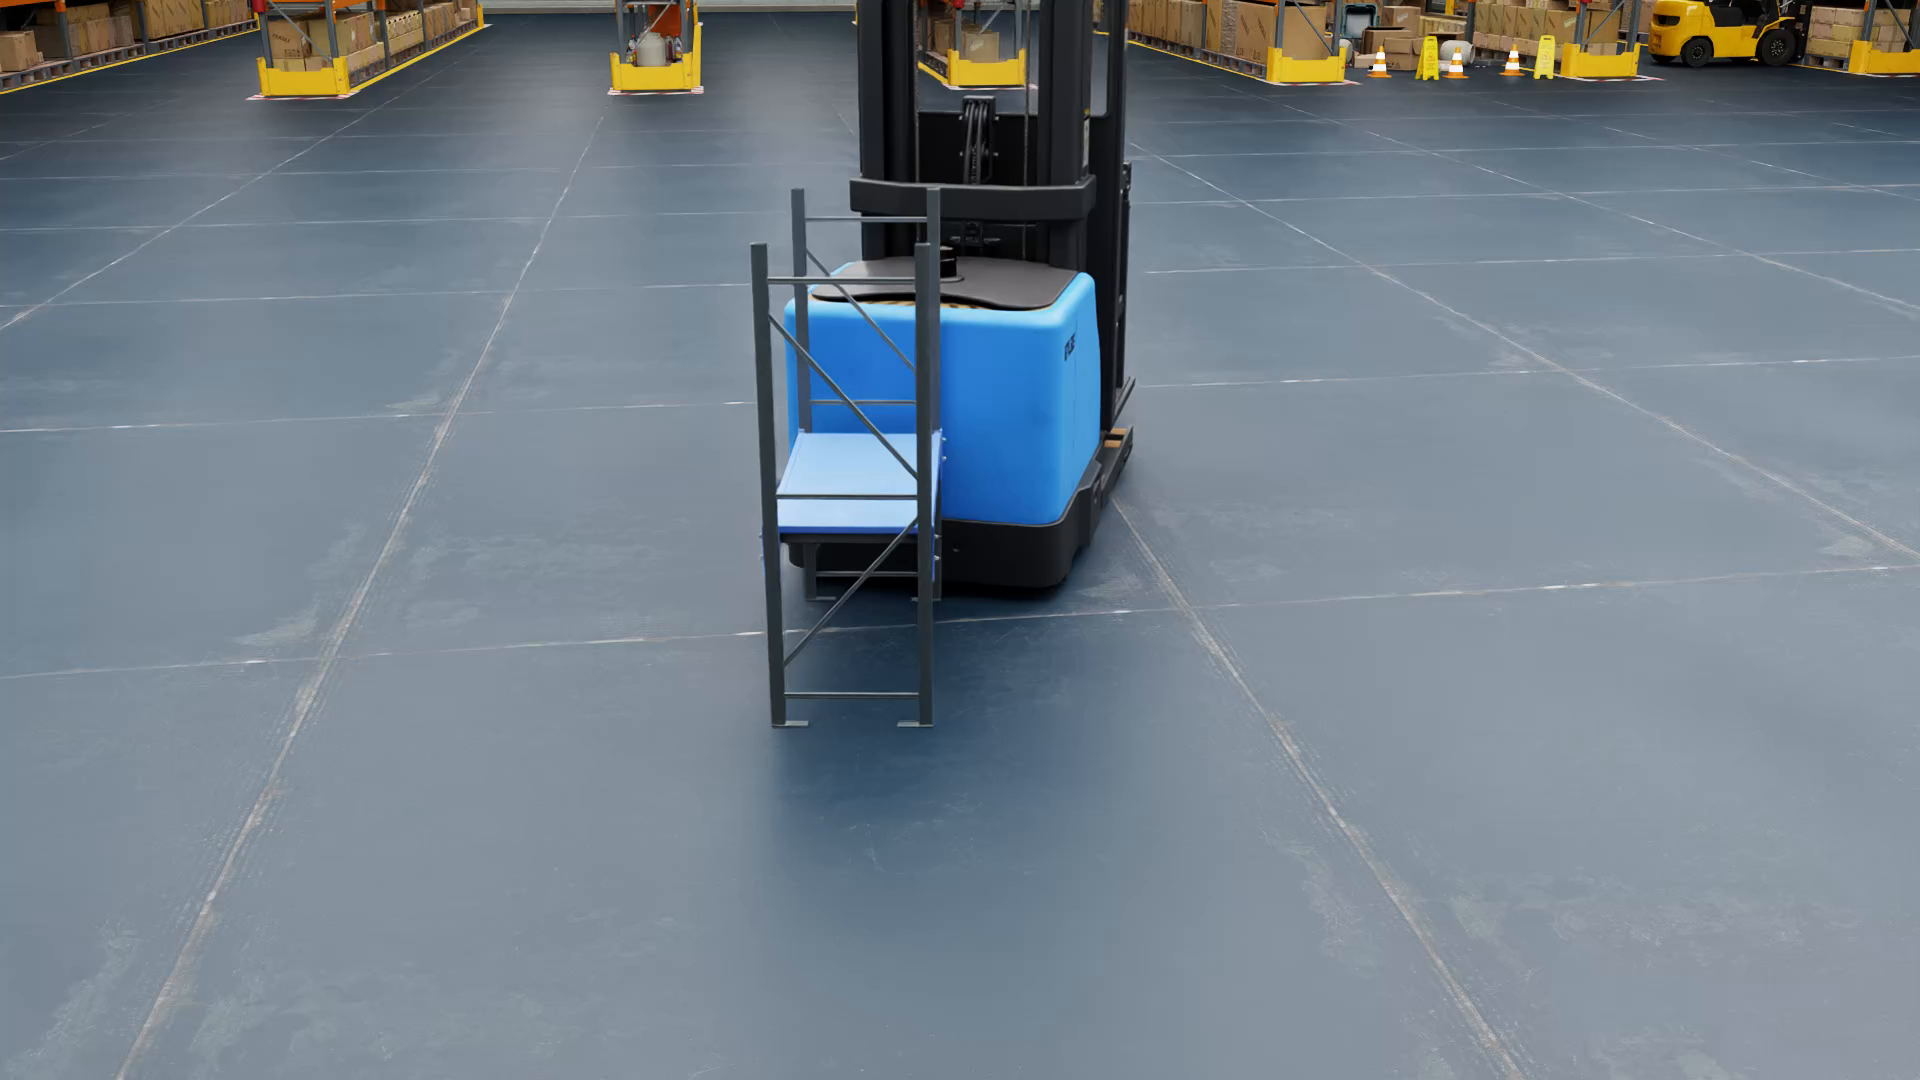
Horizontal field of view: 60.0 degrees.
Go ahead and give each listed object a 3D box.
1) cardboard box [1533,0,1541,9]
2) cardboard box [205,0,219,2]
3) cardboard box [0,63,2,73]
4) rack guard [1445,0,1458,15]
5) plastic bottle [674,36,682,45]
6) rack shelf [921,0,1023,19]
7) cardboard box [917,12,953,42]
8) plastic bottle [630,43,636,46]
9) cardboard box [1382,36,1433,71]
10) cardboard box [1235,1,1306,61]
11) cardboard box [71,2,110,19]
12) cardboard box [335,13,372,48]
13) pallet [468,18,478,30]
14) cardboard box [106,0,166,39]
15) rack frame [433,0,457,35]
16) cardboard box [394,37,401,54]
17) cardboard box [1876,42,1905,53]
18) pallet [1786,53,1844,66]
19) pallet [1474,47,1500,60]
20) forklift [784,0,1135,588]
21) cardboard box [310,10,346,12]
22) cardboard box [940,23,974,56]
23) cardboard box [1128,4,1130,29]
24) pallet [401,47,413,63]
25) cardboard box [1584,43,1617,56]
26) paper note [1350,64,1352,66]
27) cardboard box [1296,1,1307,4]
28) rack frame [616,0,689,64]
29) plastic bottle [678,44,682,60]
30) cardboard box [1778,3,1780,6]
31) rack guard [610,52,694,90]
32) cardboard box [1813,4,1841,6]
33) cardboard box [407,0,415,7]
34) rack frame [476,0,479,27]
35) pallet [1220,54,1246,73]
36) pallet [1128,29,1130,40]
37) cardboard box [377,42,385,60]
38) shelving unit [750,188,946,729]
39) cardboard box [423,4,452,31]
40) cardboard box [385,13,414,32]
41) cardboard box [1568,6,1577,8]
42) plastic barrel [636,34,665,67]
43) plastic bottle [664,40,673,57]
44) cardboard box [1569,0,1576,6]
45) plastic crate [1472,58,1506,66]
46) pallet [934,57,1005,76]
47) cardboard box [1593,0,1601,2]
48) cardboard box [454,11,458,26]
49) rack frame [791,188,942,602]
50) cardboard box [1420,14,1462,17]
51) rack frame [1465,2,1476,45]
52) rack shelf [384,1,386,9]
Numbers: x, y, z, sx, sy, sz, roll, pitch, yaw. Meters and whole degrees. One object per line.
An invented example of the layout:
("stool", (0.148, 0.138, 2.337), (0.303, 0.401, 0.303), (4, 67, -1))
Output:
("cardboard box", (9.701, -8.854, 27.464), (0.380, 0.149, 0.250), (-3, 21, -7))
("cardboard box", (-15.889, -11.442, 35.108), (0.380, 0.149, 0.250), (-2, 21, -6))
("cardboard box", (-14.377, -6.953, 24.260), (0.500, 0.311, 0.500), (-1, 21, -3))
("rack guard", (12.843, -13.409, 41.902), (1.175, 0.500, 0.348), (-3, 21, -8))
("plastic bottle", (-4.605, -8.028, 27.081), (0.144, 0.351, 0.185), (-3, 21, -8))
("rack shelf", (0.132, -8.670, 26.671), (1.077, 0.370, 4.000), (-3, 21, -8))
("cardboard box", (-0.435, -9.501, 30.812), (0.700, 0.500, 0.500), (-1, 21, -3))
("plastic bottle", (-5.208, -7.746, 26.431), (0.152, 0.276, 0.135), (-3, 21, -9))
("cardboard box", (7.469, -8.126, 27.753), (0.637, 0.503, 0.797), (17, 27, 39))
("cardboard box", (5.051, -8.267, 27.001), (0.875, 0.875, 0.875), (-3, 21, -9))
("cardboard box", (-15.262, -9.274, 29.132), (0.500, 0.250, 0.500), (-3, 21, -7))
("cardboard box", (-9.540, -7.965, 26.013), (0.500, 0.500, 0.500), (-3, 21, -8))
("pallet", (-11.562, -11.747, 37.868), (1.003, 0.211, 1.213), (-3, 21, -8))
("cardboard box", (-15.413, -9.786, 31.103), (0.750, 0.750, 0.750), (-3, 21, -8))
("rack frame", (-11.112, -11.971, 34.481), (1.000, 3.000, 0.127), (-3, 21, -8))
("cardboard box", (-9.845, -8.439, 28.354), (0.500, 0.250, 0.500), (-2, 21, -6))
("cardboard box", (15.261, -8.155, 27.592), (0.500, 0.250, 0.500), (-3, 21, -8))
("pallet", (14.814, -8.444, 29.023), (1.003, 0.211, 1.213), (-3, 21, -8))
("pallet", (9.783, -8.662, 29.607), (1.003, 0.211, 1.213), (-3, 21, -8))
("forklift", (0.182, -1.681, 7.027), (1.130, 2.935, 3.031), (5, 21, 12))
("cardboard box", (-10.202, -8.285, 26.869), (0.500, 0.500, 0.500), (-3, 21, -8))
("cardboard box", (-0.048, -8.387, 27.857), (0.500, 0.500, 0.500), (4, 21, 9))
("cardboard box", (3.673, -10.902, 34.592), (0.500, 0.500, 0.500), (-4, 21, -10))
("pallet", (-10.283, -8.572, 29.364), (1.003, 0.211, 1.213), (-3, 21, -8))
("cardboard box", (10.385, -8.016, 27.222), (0.500, 0.250, 0.500), (-3, 21, -8))
("paper note", (6.774, -8.142, 28.484), (0.172, 0.023, 0.155), (4, 21, 11))
("cardboard box", (8.384, -12.499, 38.955), (0.875, 0.438, 0.875), (-4, 21, -9))
("rack frame", (-4.480, -8.065, 24.022), (1.000, 3.000, 0.127), (-3, 21, -8))
("plastic bottle", (-4.448, -7.721, 26.356), (0.061, 0.283, 0.133), (-3, 21, -7))
("cardboard box", (14.468, -9.296, 29.218), (0.500, 0.250, 0.500), (-2, 21, -6))
("rack guard", (-4.538, -6.918, 24.524), (1.175, 0.500, 0.348), (-3, 21, -8))
("cardboard box", (15.053, -9.143, 28.811), (0.500, 0.250, 0.500), (-3, 21, -9))
("cardboard box", (-11.067, -10.658, 32.837), (0.500, 0.250, 0.500), (-3, 21, -9))
("rack frame", (-11.689, -13.356, 38.189), (1.000, 3.000, 0.127), (-3, 21, -8))
("pallet", (4.978, -7.918, 27.614), (1.003, 0.211, 1.213), (-3, 21, -8))
("pallet", (3.907, -10.686, 35.024), (1.003, 0.211, 1.213), (-3, 21, -8))
("cardboard box", (-9.676, -7.960, 27.072), (0.500, 0.250, 0.500), (-3, 21, -8))
("shelving unit", (-0.326, -0.302, 5.382), (0.538, 1.500, 1.048), (0, 20, 1))
("cardboard box", (-10.695, -10.678, 33.963), (0.500, 0.500, 0.500), (-3, 21, -8))
("cardboard box", (-10.065, -9.234, 29.681), (0.500, 0.311, 0.500), (-3, 21, -8))
("cardboard box", (10.237, -8.731, 28.063), (0.500, 0.500, 0.500), (-3, 21, -7))
("plastic barrel", (-4.651, -7.320, 24.984), (0.421, 0.512, 0.421), (0, 20, 0))
("plastic bottle", (-4.794, -8.089, 27.351), (0.152, 0.276, 0.135), (-3, 21, -8))
("cardboard box", (13.479, -11.531, 36.275), (0.500, 0.500, 0.500), (-4, 21, -10))
("plastic crate", (9.066, -8.247, 28.682), (0.402, 0.080, 0.583), (-11, 23, -26))
("pallet", (0.155, -7.739, 27.136), (1.003, 0.211, 1.213), (-3, 21, -8))
("cardboard box", (13.594, -11.417, 35.042), (0.380, 0.149, 0.250), (-4, 21, -11))
("cardboard box", (-10.959, -11.074, 35.293), (0.500, 0.311, 0.500), (-3, 21, -8))
("rack frame", (-0.318, -0.480, 5.858), (0.500, 1.500, 0.032), (0, 20, 1))
("cardboard box", (9.260, -10.099, 32.624), (0.950, 0.372, 0.625), (-3, 21, -9))
("rack frame", (9.651, -10.199, 29.737), (1.000, 3.000, 0.127), (-3, 21, -8))
("rack shelf", (-10.247, -9.557, 29.045), (1.077, 0.370, 4.000), (-3, 21, -8))
